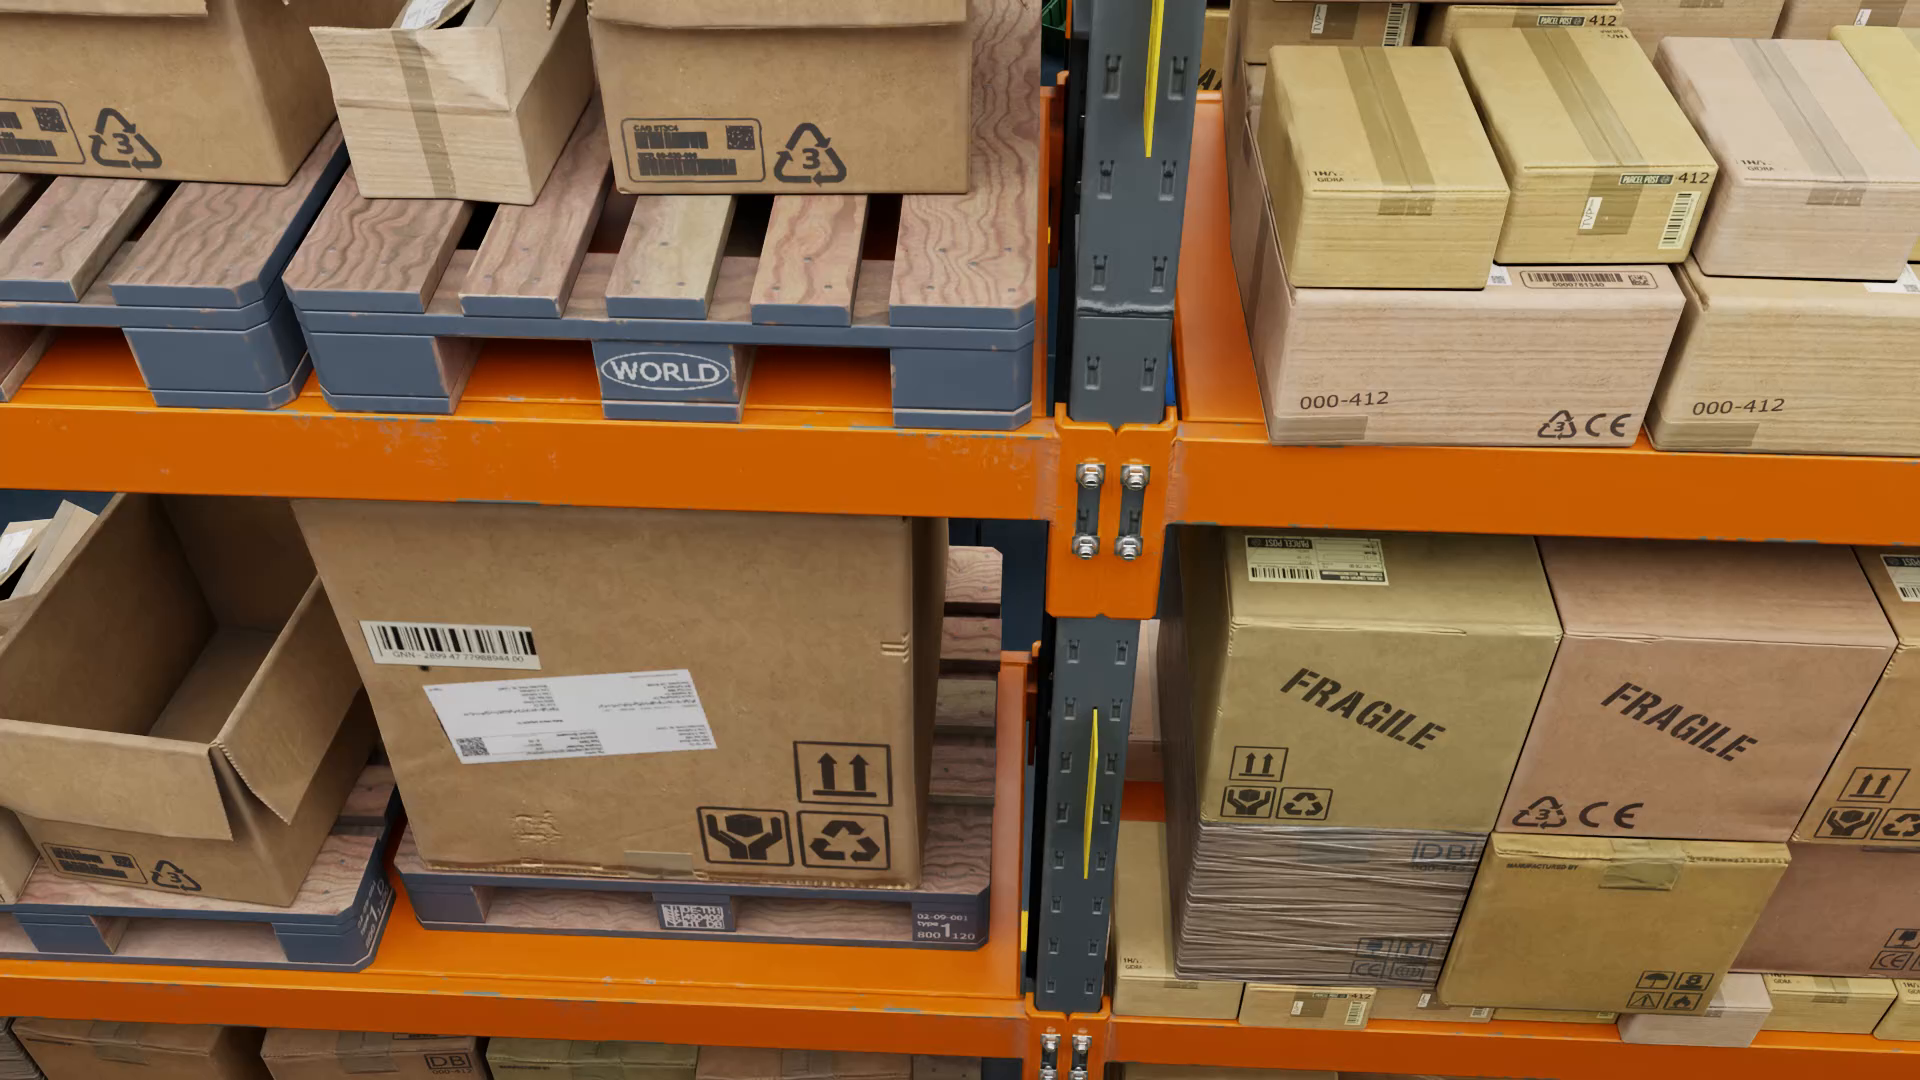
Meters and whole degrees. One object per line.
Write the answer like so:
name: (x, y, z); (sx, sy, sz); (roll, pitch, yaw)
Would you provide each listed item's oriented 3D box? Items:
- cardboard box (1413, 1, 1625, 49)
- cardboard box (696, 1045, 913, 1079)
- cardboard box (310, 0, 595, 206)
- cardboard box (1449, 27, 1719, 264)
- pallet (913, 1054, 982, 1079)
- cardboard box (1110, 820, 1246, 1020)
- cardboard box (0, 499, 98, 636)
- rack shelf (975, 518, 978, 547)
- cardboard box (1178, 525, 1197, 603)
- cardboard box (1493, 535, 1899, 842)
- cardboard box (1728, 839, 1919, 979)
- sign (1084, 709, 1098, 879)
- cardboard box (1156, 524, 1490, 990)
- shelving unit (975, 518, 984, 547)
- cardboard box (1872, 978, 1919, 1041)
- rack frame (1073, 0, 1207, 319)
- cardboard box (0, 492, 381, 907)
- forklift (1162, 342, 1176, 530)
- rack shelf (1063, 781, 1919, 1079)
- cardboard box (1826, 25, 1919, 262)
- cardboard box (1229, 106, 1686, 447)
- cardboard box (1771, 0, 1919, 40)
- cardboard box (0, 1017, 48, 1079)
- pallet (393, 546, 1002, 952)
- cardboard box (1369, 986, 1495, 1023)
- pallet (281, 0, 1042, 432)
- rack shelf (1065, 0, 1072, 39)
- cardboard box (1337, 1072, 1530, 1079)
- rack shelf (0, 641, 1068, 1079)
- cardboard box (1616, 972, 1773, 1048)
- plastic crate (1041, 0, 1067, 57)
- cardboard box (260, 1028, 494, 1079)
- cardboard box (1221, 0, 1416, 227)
cardboard box: (0.837, -0.836, 2.564); (0.250, 0.149, 0.380); (2, 43, 2)
cardboard box: (-0.376, 1.189, 4.284); (0.500, 0.500, 0.700); (-1, 43, -1)
cardboard box: (-0.707, -0.694, 2.384); (0.258, 0.266, 0.396); (3, 43, 3)
cardboard box: (0.817, -0.538, 2.244); (0.250, 0.149, 0.380); (0, 43, 0)
pallet: (-0.541, 1.466, 4.521); (1.213, 0.211, 1.003); (2, 43, 2)
cardboard box: (0.438, 0.772, 3.405); (0.250, 0.149, 0.380); (2, 43, 2)
cardboard box: (-2.081, 0.109, 3.723); (0.258, 0.266, 0.396); (1, 43, 1)
rack shelf: (-0.165, -0.251, 6.026); (0.480, 0.518, 0.431); (2, 43, 2)
cardboard box: (0.699, -0.216, 3.256); (0.500, 0.500, 0.500); (2, 43, 2)
cardboard box: (1.174, 0.159, 2.854); (0.500, 0.500, 0.500); (2, 43, 2)
cardboard box: (1.685, 0.365, 3.366); (0.500, 0.500, 0.875); (2, 43, 2)
sign: (0.215, 0.423, 2.746); (0.005, 0.325, 0.100); (2, 43, 2)
cardboard box: (0.683, 0.379, 3.351); (0.500, 0.500, 0.875); (2, 43, 2)
shelving unit: (-0.165, -0.773, 5.540); (0.503, 2.100, 0.431); (2, 43, 2)
cardboard box: (1.937, 0.809, 3.365); (0.250, 0.149, 0.380); (2, 43, 2)
rack frame: (0.237, -1.726, 1.501); (0.127, 3.000, 1.000); (2, 43, 2)
cardboard box: (-1.499, 0.287, 3.358); (0.637, 0.503, 0.797); (6, 43, 6)
forklift: (2.294, -1.161, 5.347); (3.031, 2.935, 1.130); (-1, 43, -1)
rack shelf: (2.235, 0.793, 3.726); (4.000, 0.370, 1.077); (2, 43, 2)
cardboard box: (1.334, -0.537, 2.243); (0.250, 0.149, 0.380); (3, 43, 3)
cardboard box: (0.675, -0.386, 2.373); (0.500, 0.250, 0.500); (0, 43, 0)
cardboard box: (1.369, -0.897, 2.629); (0.250, 0.149, 0.380); (1, 43, 1)
cardboard box: (-2.534, 1.115, 4.364); (0.500, 0.500, 0.700); (-2, 43, -2)
pallet: (-0.520, 0.416, 3.743); (1.213, 0.211, 1.003); (2, 43, 2)
cardboard box: (0.938, 0.777, 3.399); (0.250, 0.149, 0.380); (2, 43, 2)
pallet: (-0.375, -0.652, 2.686); (1.003, 0.211, 1.213); (2, 43, 2)
rack shelf: (-1.437, -2.704, 7.480); (4.000, 0.370, 1.077); (2, 43, 2)
cardboard box: (1.207, 1.282, 4.199); (0.500, 0.500, 0.500); (15, 45, 15)
rack shelf: (-1.761, 0.670, 3.857); (4.000, 0.370, 1.077); (2, 43, 2)
cardboard box: (1.436, 0.814, 3.360); (0.250, 0.149, 0.380); (2, 43, 2)
plastic crate: (0.794, -2.785, 9.059); (0.662, 0.188, 0.450); (24, 58, 23)
cardboard box: (-1.410, 1.144, 4.332); (0.500, 0.500, 0.700); (-2, 43, -2)
cardboard box: (0.704, -0.738, 2.751); (0.500, 0.250, 0.500); (3, 43, 3)
